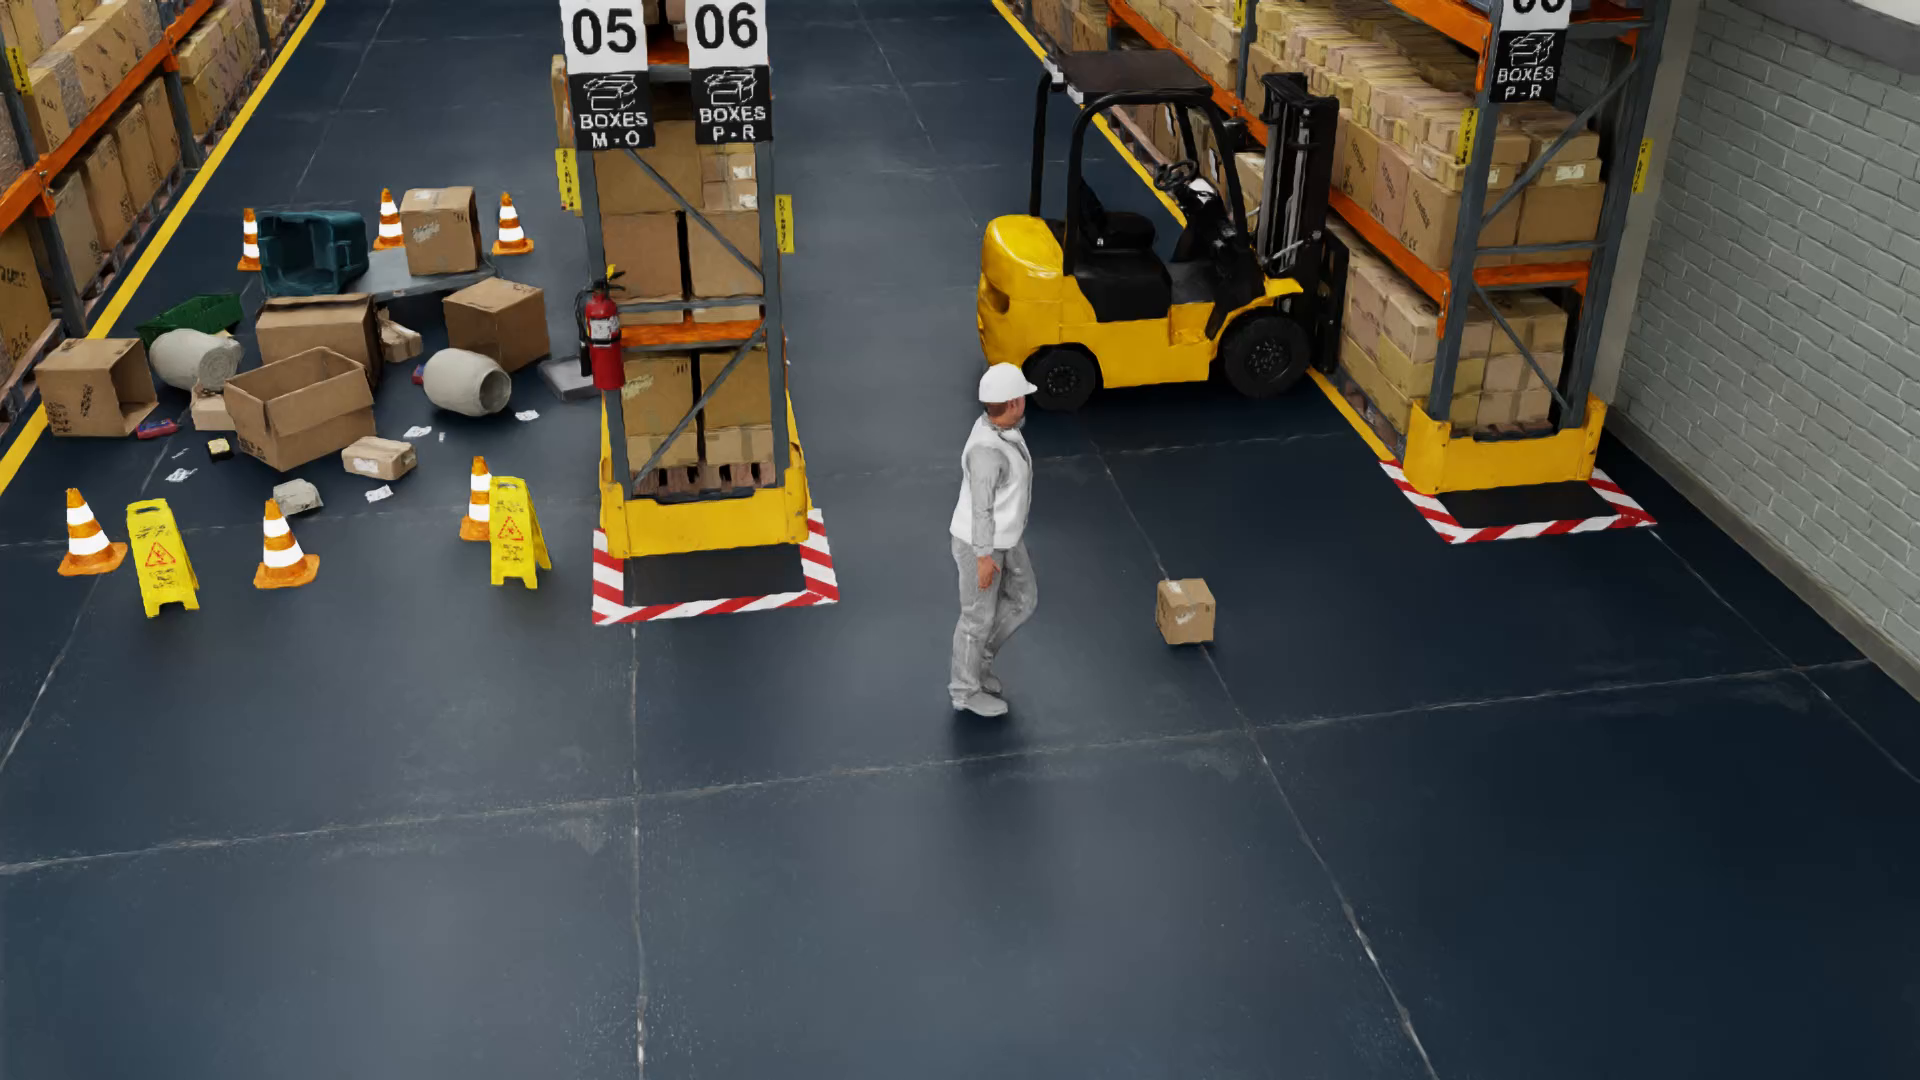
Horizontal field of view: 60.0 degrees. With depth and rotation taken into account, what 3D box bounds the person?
[{"bbox_3d":[0.168,-0.019,8.155,0.426,1.741,0.657,8,31,13],"label":"person"}]
